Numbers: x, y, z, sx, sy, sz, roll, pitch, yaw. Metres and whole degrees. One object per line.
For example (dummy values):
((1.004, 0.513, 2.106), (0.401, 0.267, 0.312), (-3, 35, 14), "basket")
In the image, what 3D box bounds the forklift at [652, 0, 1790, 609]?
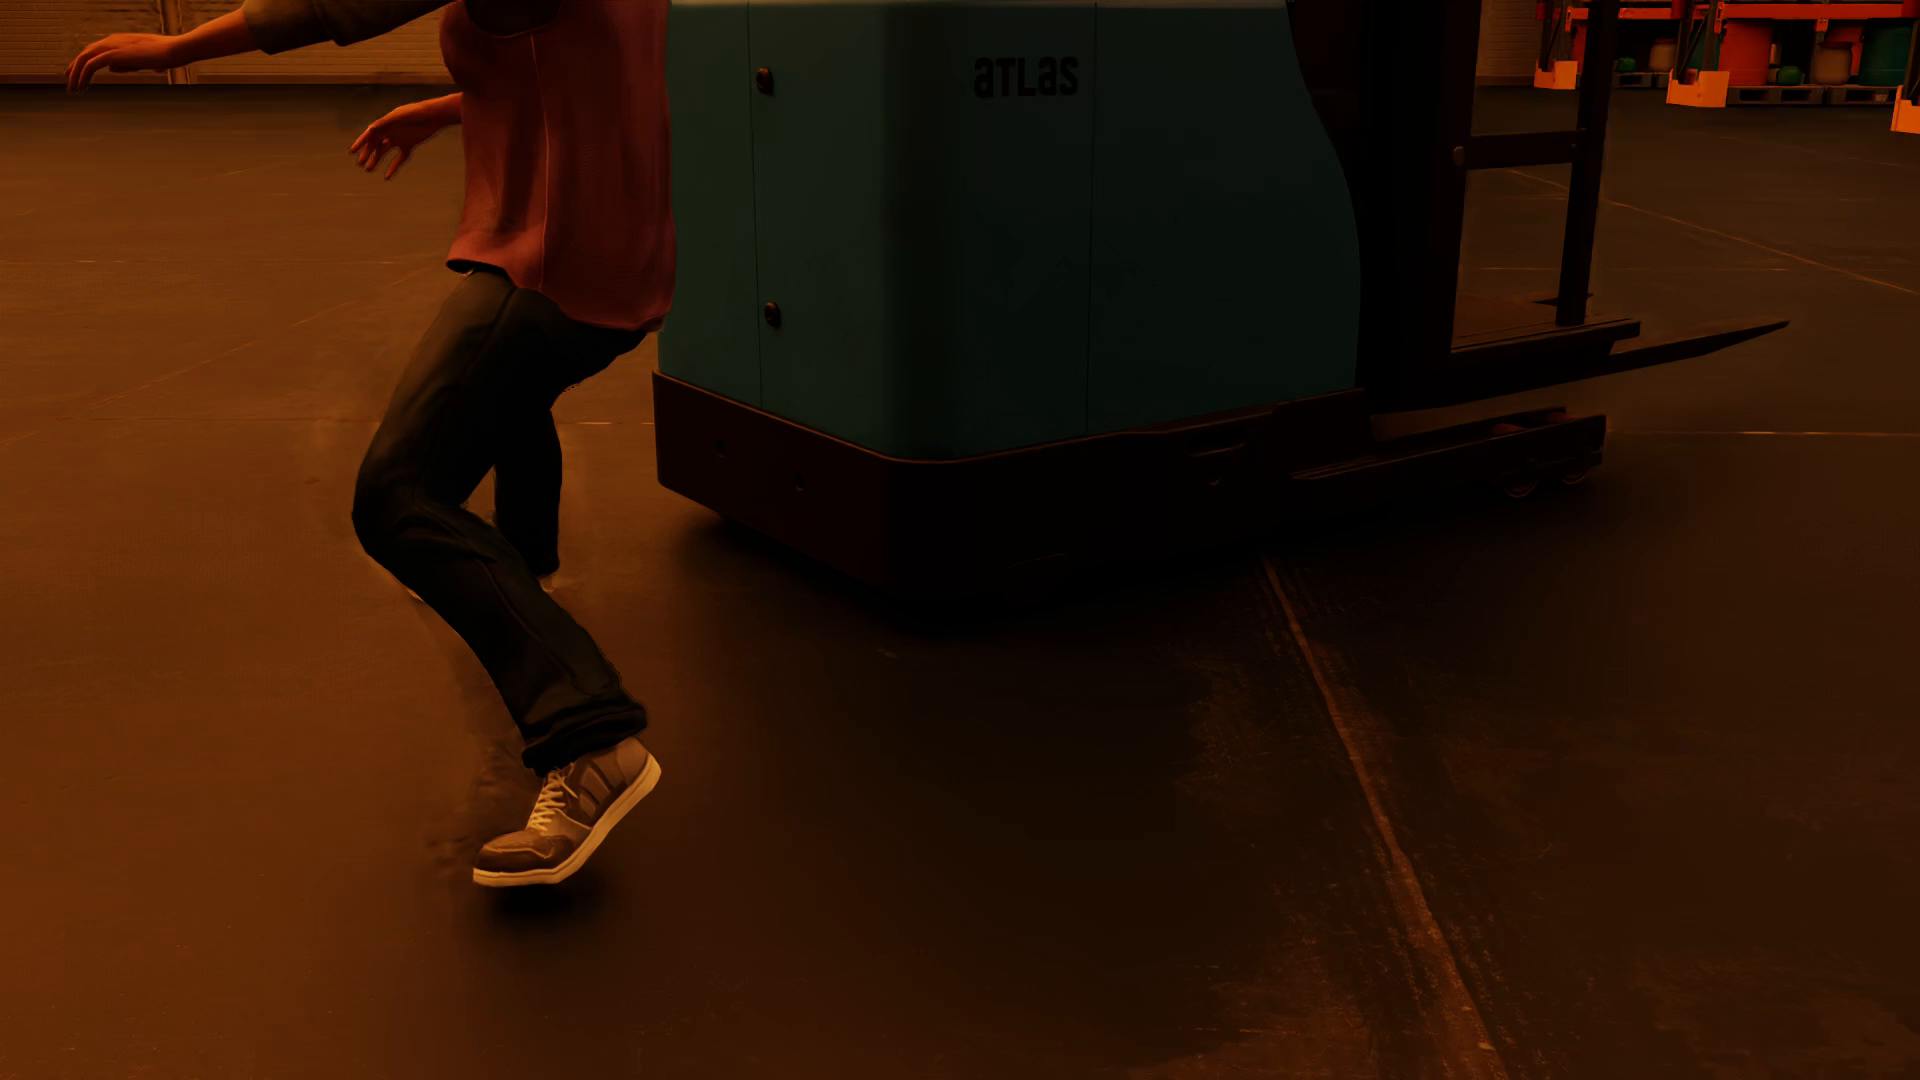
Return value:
((0.850, -1.605, 3.598), (3.031, 2.935, 1.130), (-12, 21, -34), "forklift")

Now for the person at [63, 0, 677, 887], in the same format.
((-0.698, -0.394, 2.315), (0.761, 1.392, 1.122), (2, 17, 8), "person")
